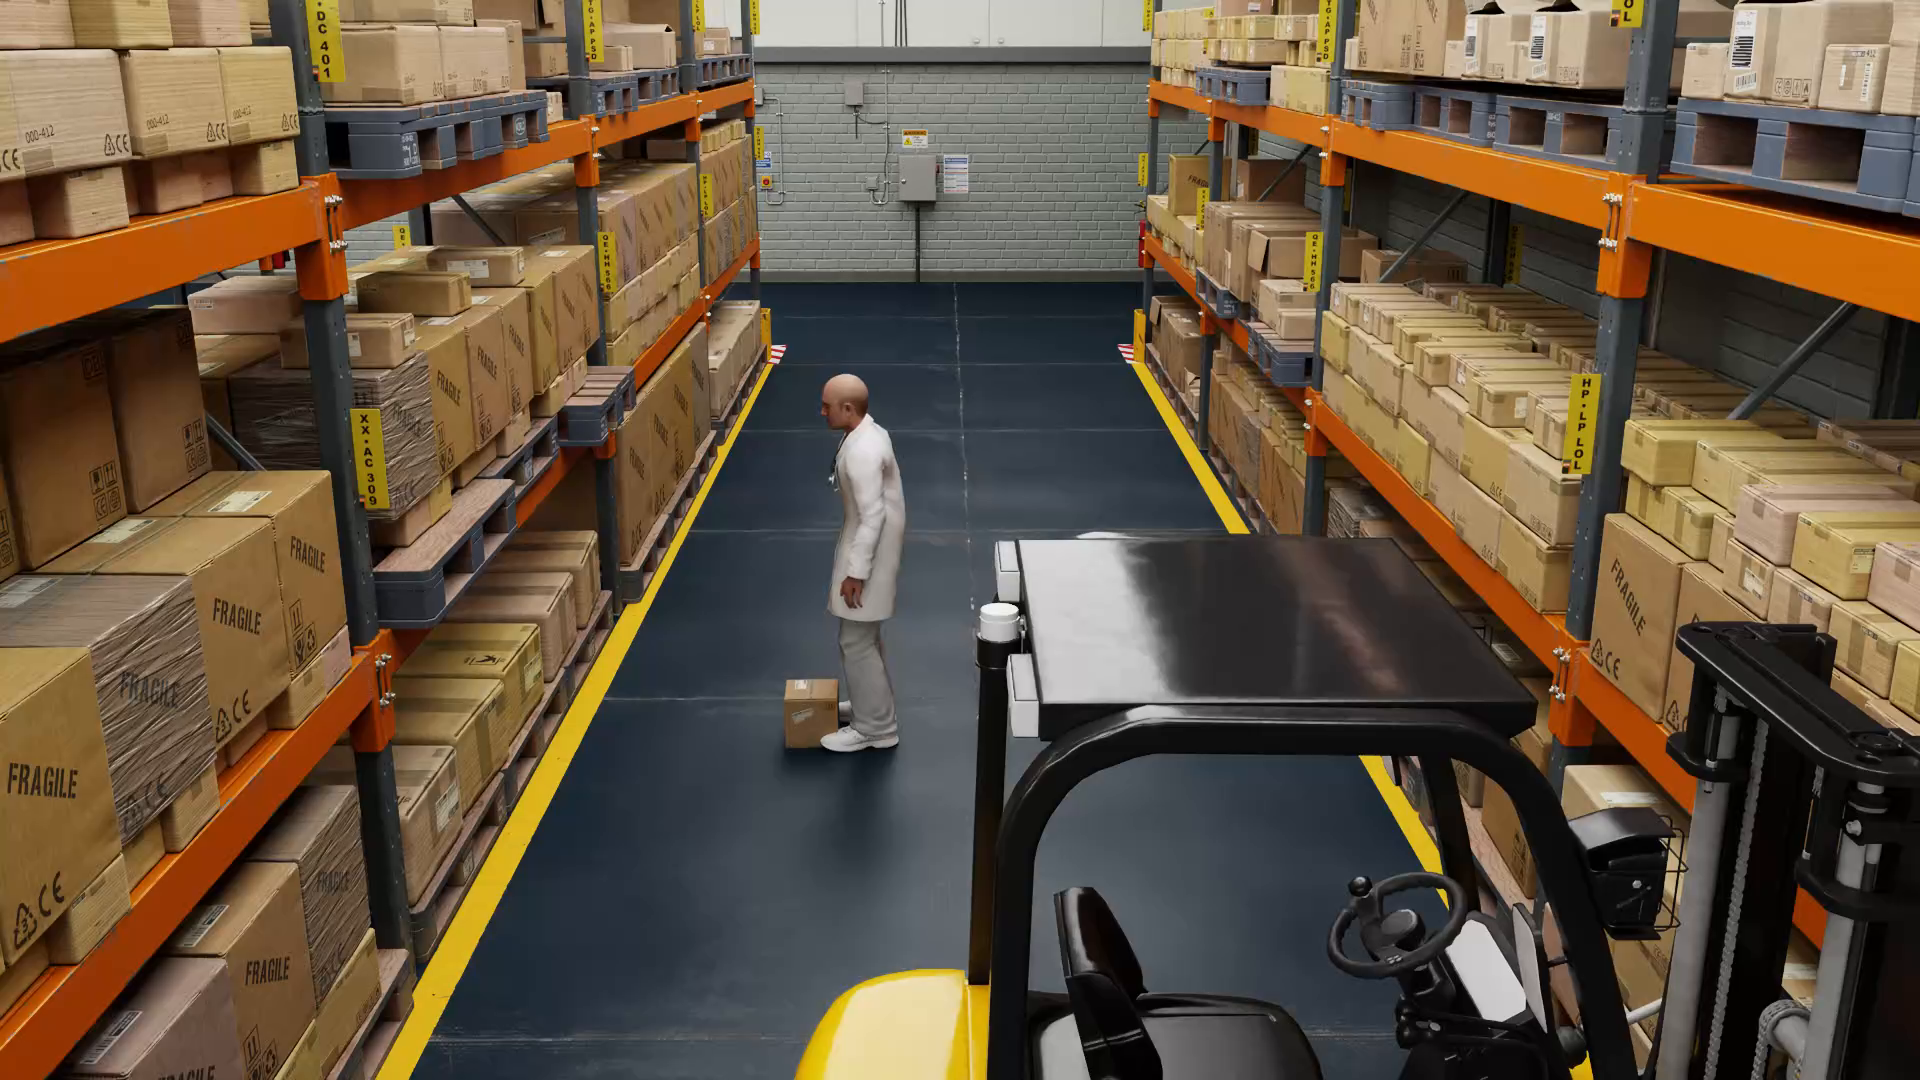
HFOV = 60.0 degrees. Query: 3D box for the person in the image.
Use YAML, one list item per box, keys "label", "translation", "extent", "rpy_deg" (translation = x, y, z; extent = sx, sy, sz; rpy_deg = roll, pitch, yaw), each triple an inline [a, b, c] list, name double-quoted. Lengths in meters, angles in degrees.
- label: "person"
  translation: [-0.458, 0.098, 7.745]
  extent: [0.416, 1.774, 0.651]
  rpy_deg: [-1, 17, -2]
